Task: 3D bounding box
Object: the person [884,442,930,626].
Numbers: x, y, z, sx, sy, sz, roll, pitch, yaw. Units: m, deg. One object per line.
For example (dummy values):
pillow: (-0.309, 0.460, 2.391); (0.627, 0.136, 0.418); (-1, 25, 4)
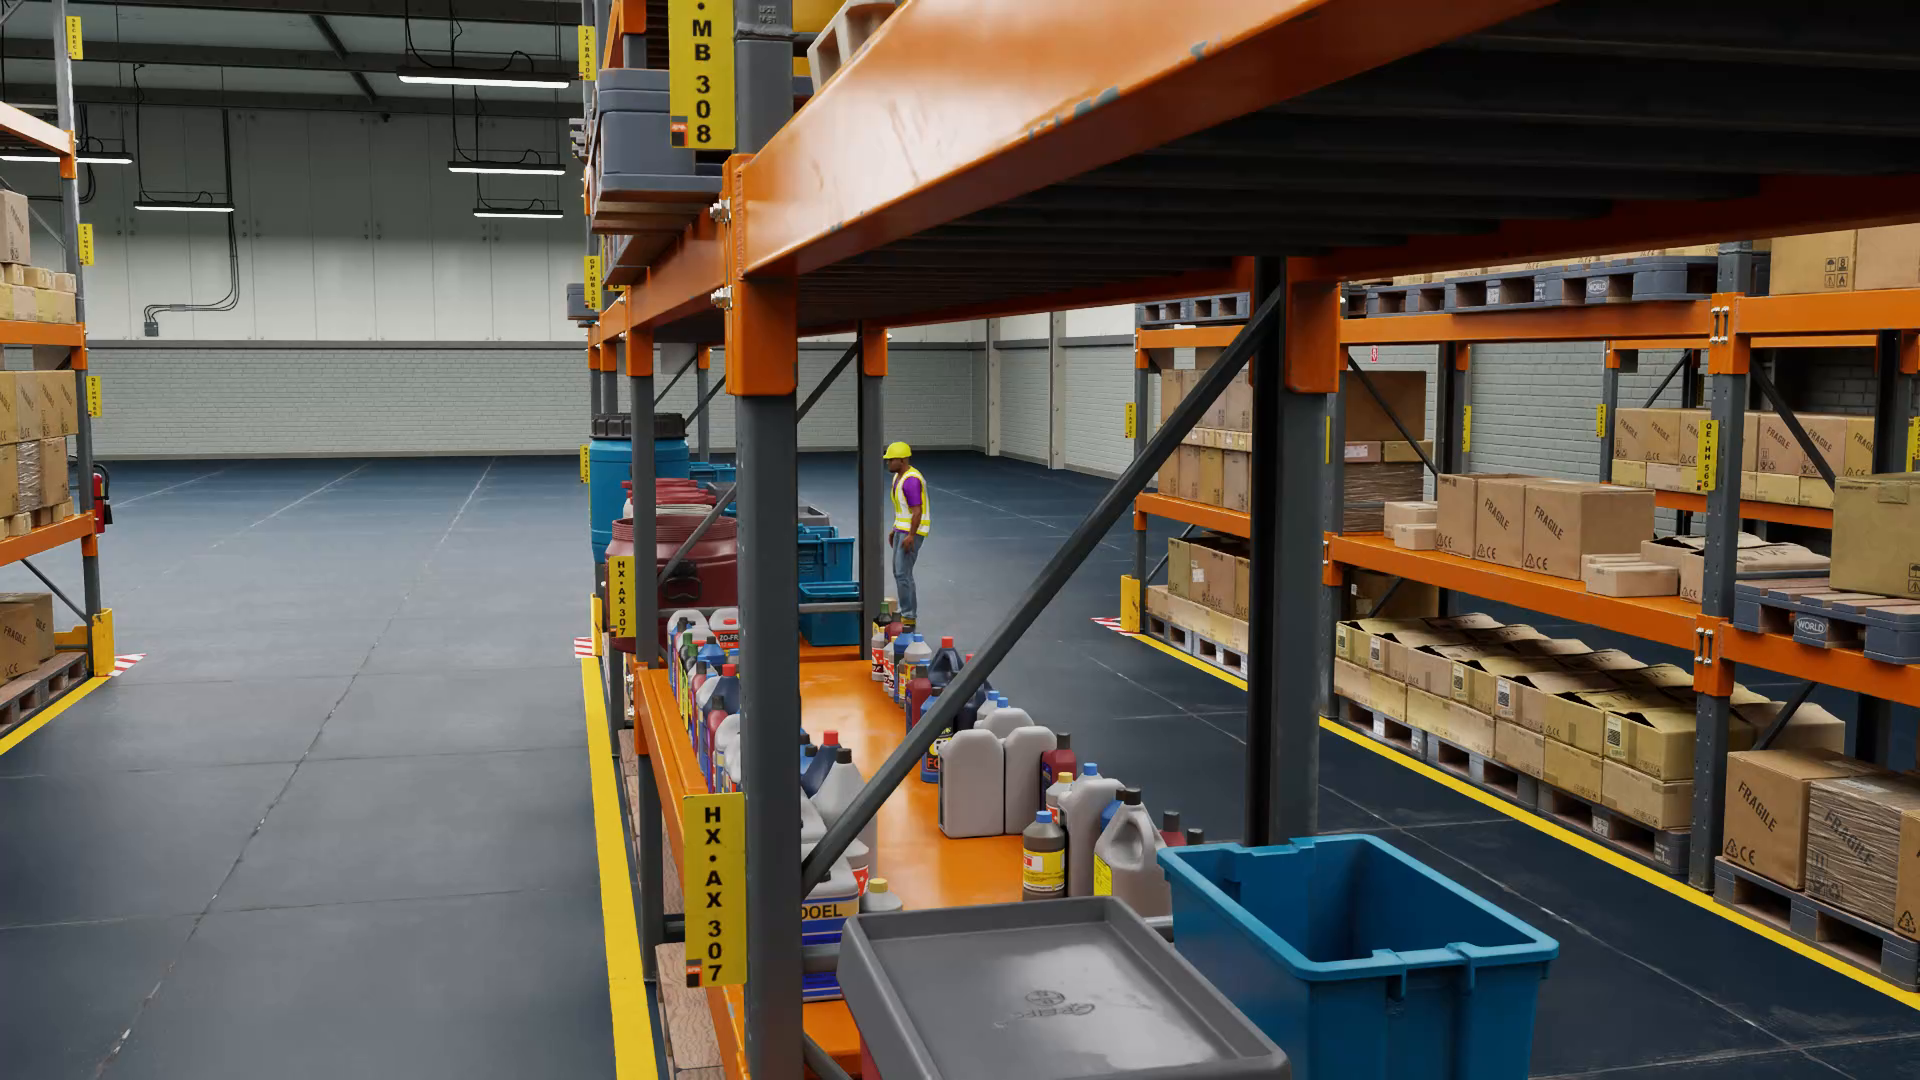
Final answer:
person: (-0.532, -0.060, 15.955); (0.457, 1.757, 0.638); (-2, 6, -16)
